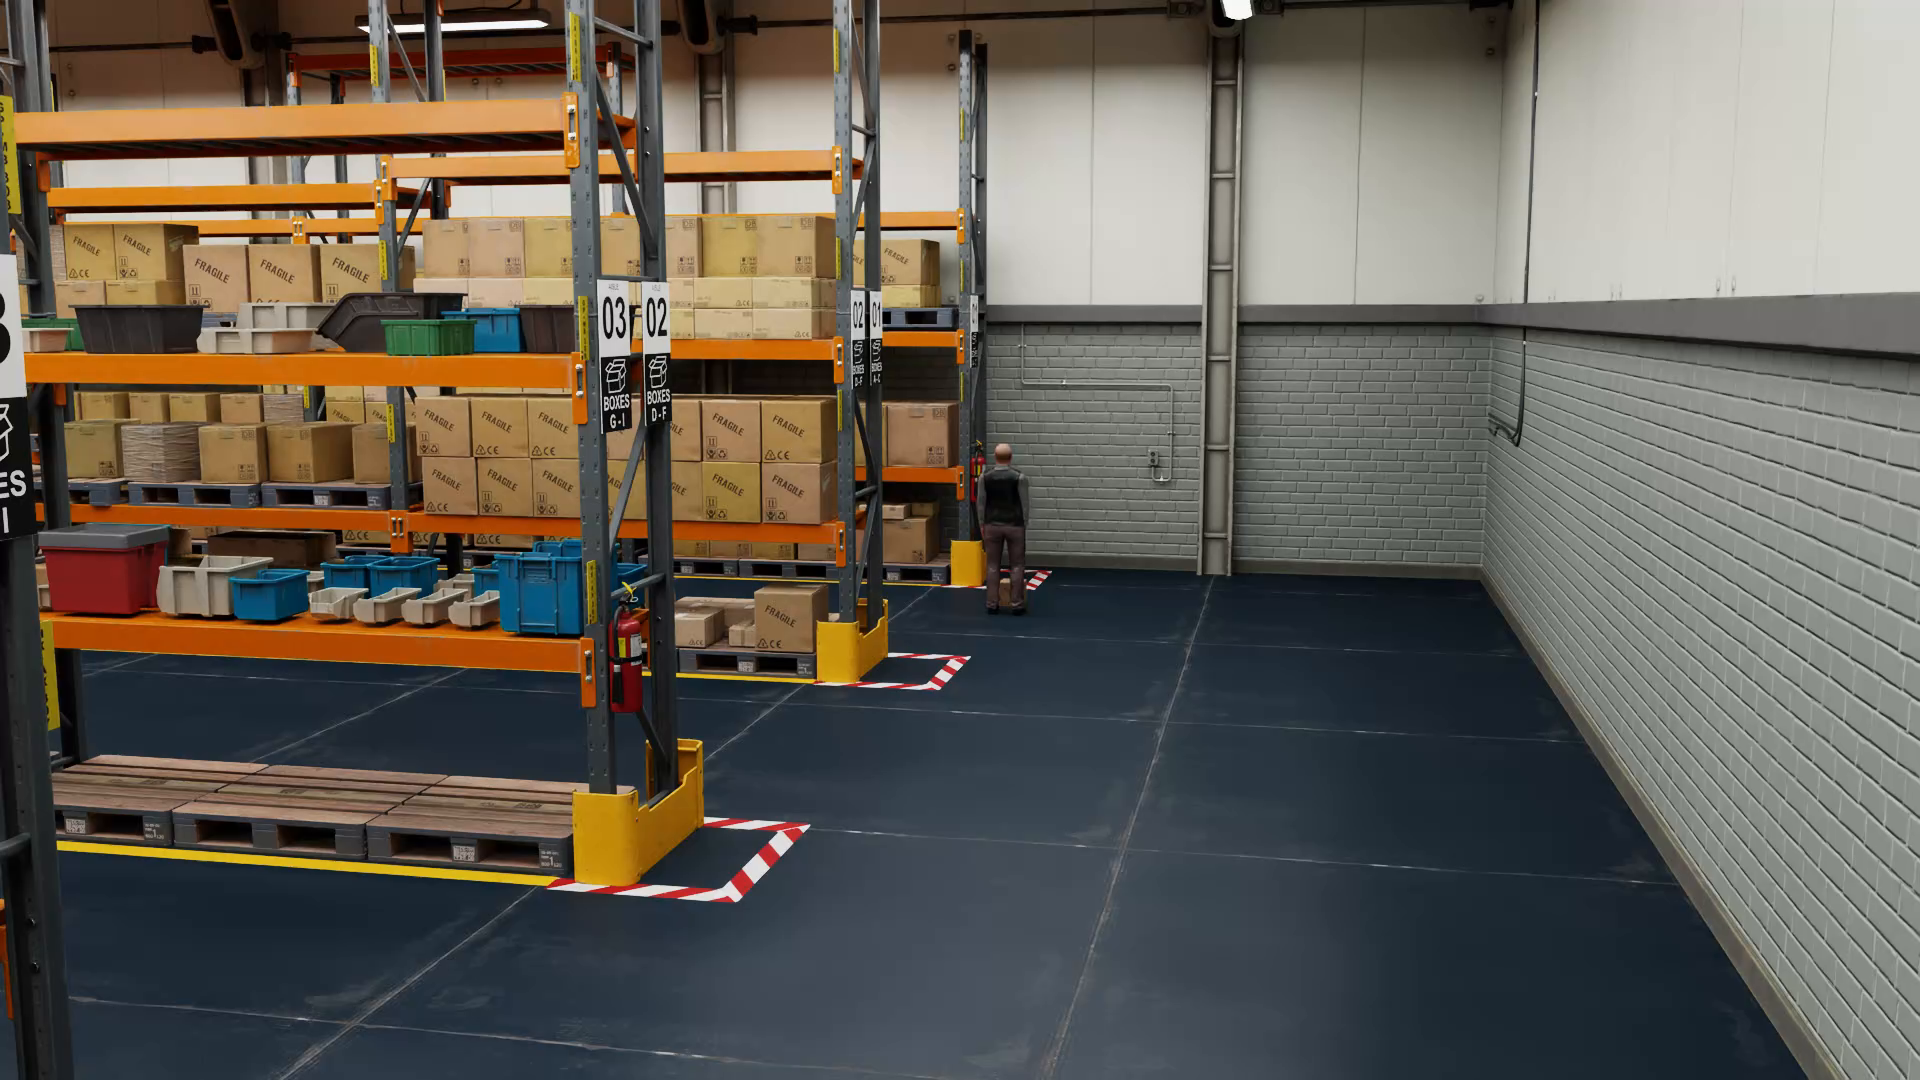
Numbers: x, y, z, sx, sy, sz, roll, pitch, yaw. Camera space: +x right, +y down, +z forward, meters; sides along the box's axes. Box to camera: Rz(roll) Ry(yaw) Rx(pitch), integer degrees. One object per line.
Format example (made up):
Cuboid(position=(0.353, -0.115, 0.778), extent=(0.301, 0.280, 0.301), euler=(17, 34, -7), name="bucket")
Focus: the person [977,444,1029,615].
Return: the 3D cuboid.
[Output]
Cuboid(position=(0.434, -0.108, 16.729), extent=(0.533, 1.714, 0.357), euler=(2, 8, 12), name="person")
